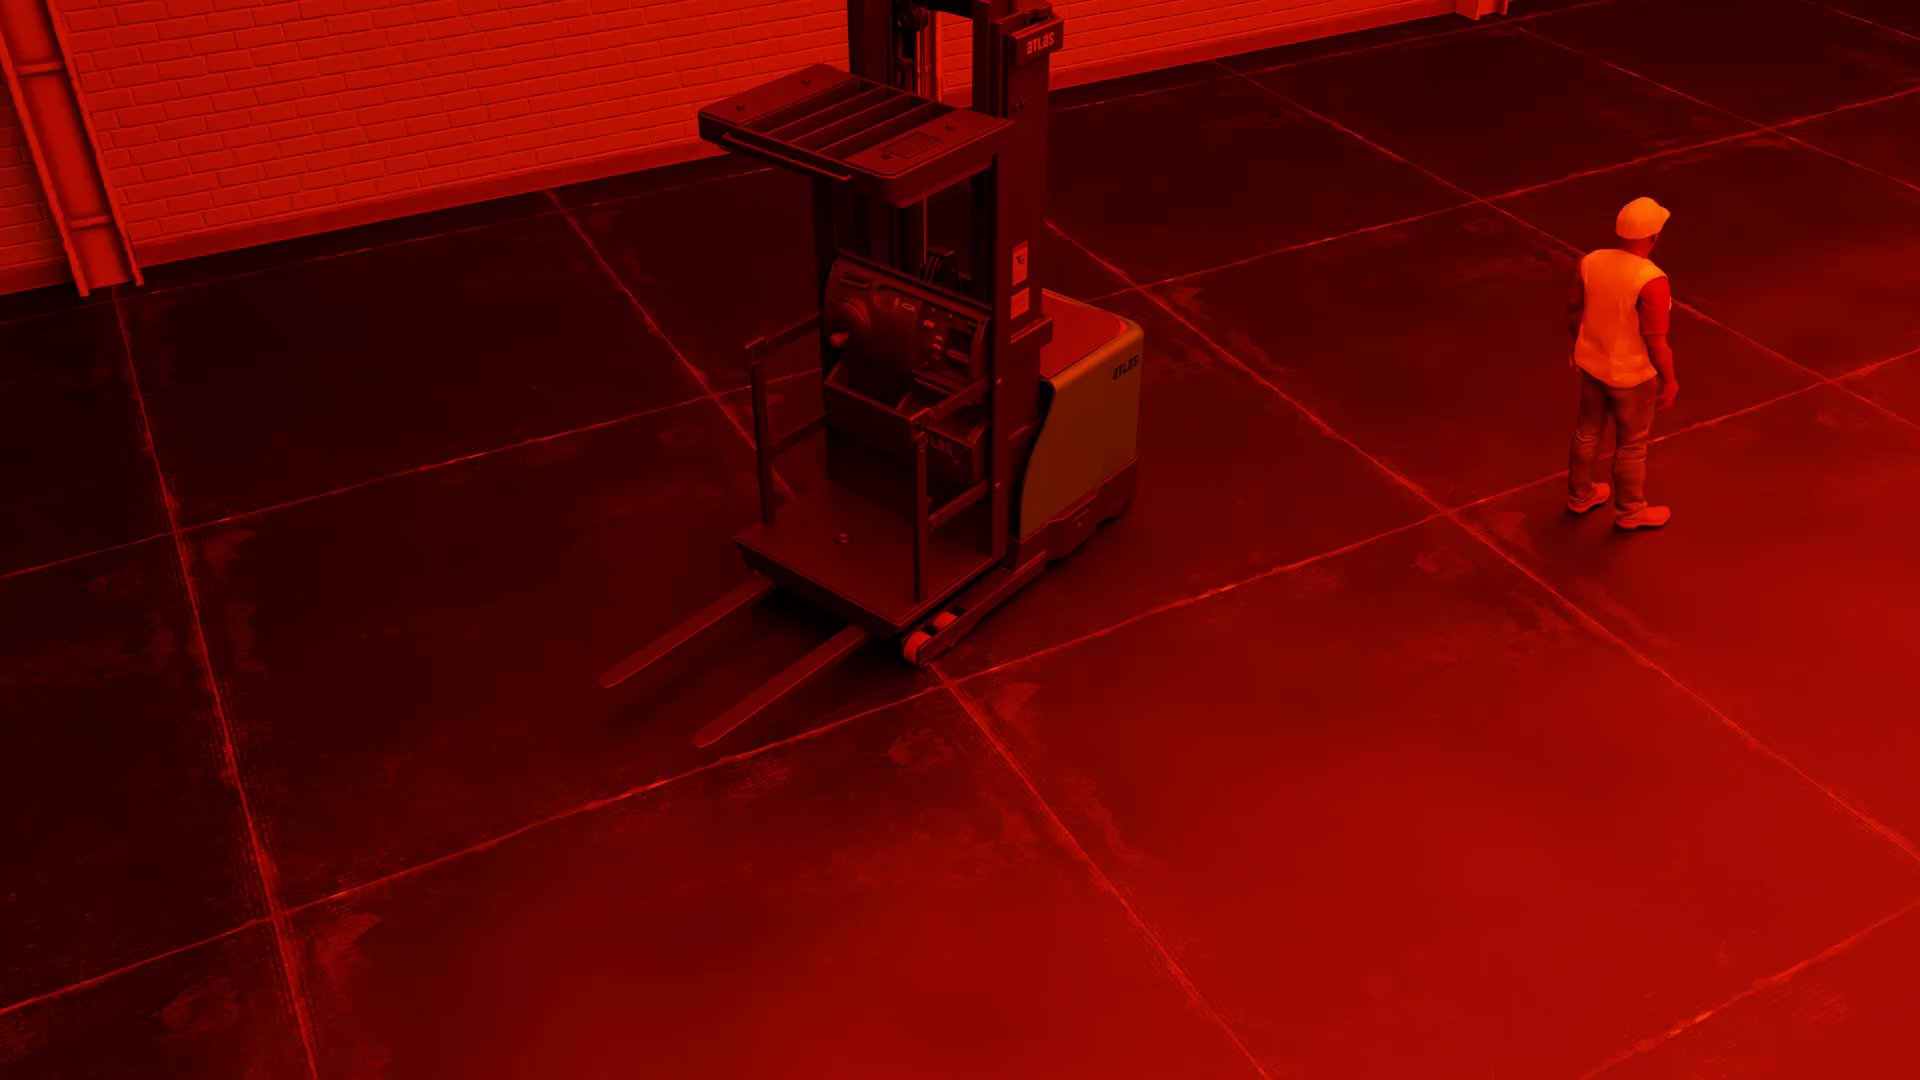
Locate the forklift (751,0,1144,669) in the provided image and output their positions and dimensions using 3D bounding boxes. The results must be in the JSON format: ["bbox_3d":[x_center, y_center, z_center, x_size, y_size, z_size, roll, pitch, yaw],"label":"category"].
[{"bbox_3d":[-0.040,-1.133,7.803,1.129,2.843,1.939,26,43,31],"label":"forklift"}]

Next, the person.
[{"bbox_3d":[3.373,-0.901,8.395,0.577,1.765,0.665,-17,39,-22],"label":"person"}]
